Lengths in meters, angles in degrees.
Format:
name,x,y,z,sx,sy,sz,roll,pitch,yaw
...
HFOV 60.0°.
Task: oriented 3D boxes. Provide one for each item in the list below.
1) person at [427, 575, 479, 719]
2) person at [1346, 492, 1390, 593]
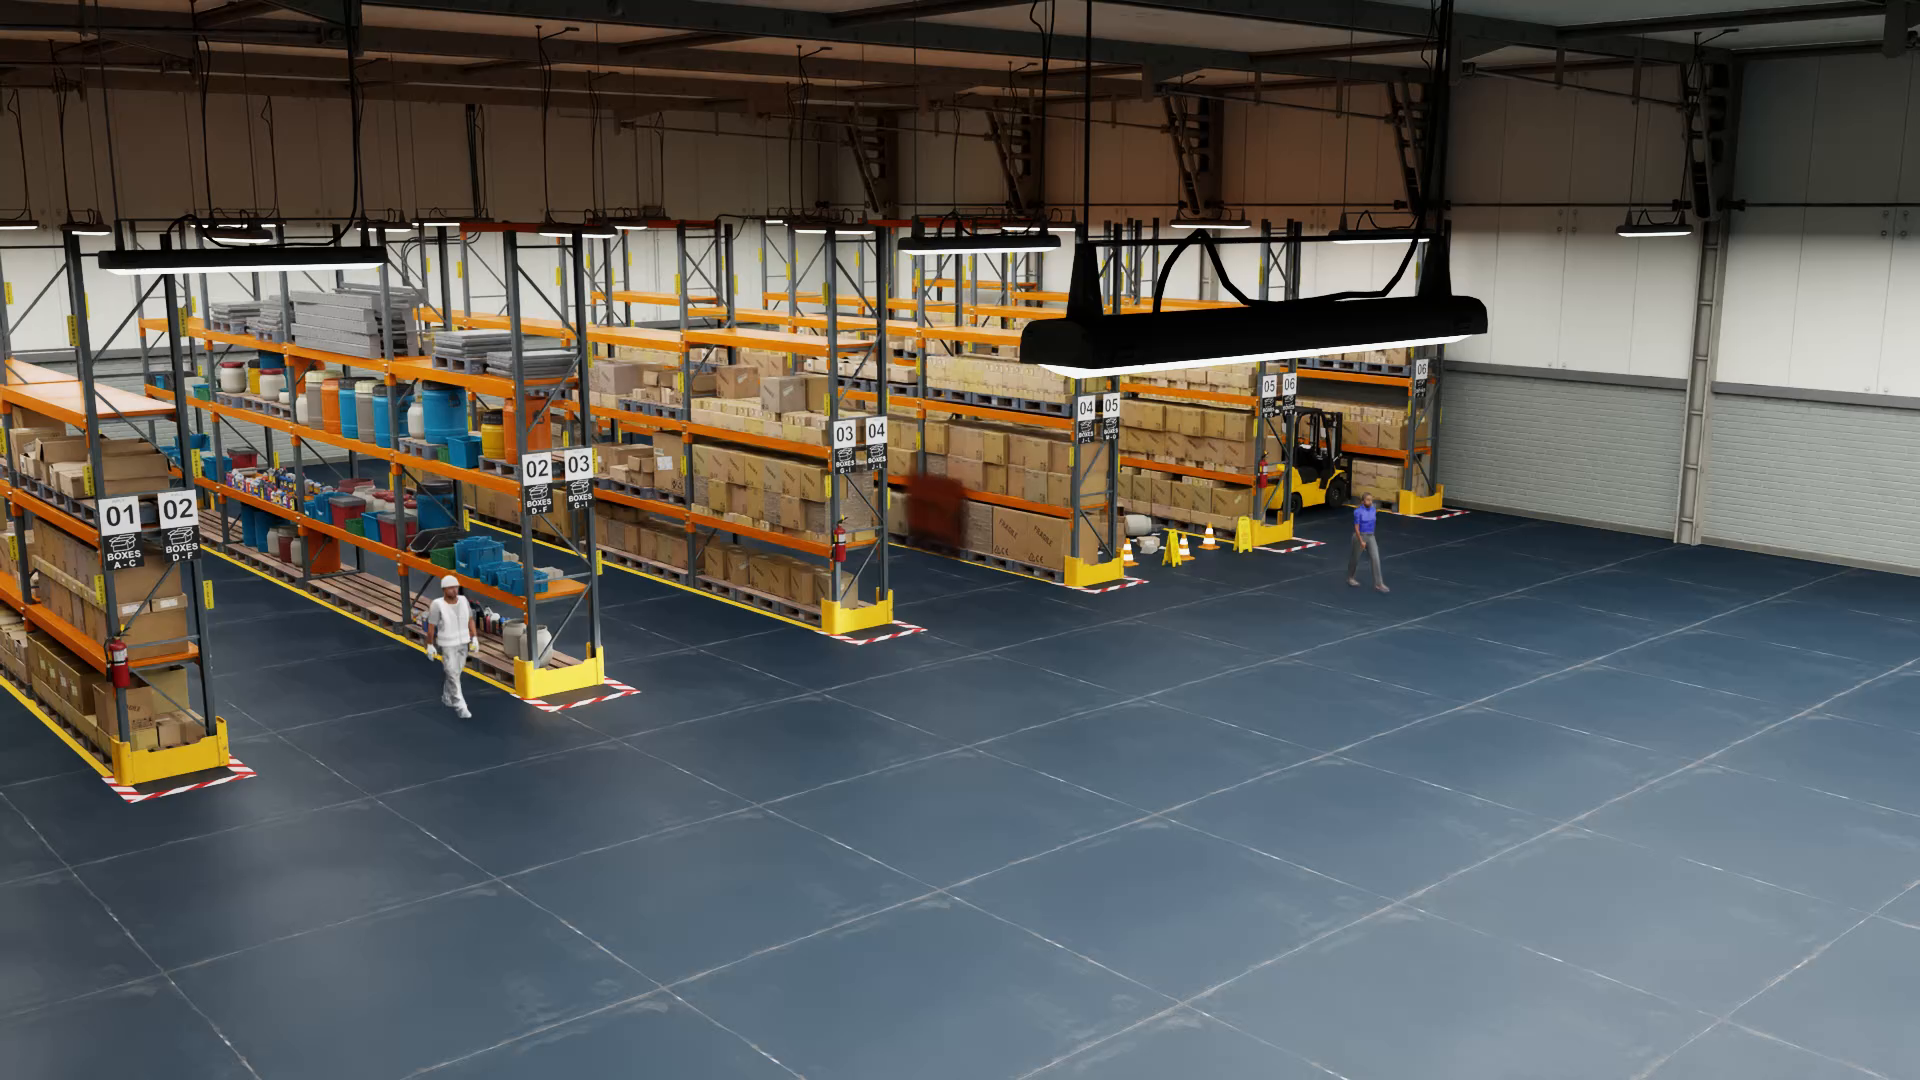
name,x,y,z,sx,sy,sz,roll,pitch,yaw
person,-6.297,1.309,20.861,0.963,1.738,0.581,9,14,37
person,6.770,0.007,27.639,0.490,1.626,0.867,-3,12,-16
